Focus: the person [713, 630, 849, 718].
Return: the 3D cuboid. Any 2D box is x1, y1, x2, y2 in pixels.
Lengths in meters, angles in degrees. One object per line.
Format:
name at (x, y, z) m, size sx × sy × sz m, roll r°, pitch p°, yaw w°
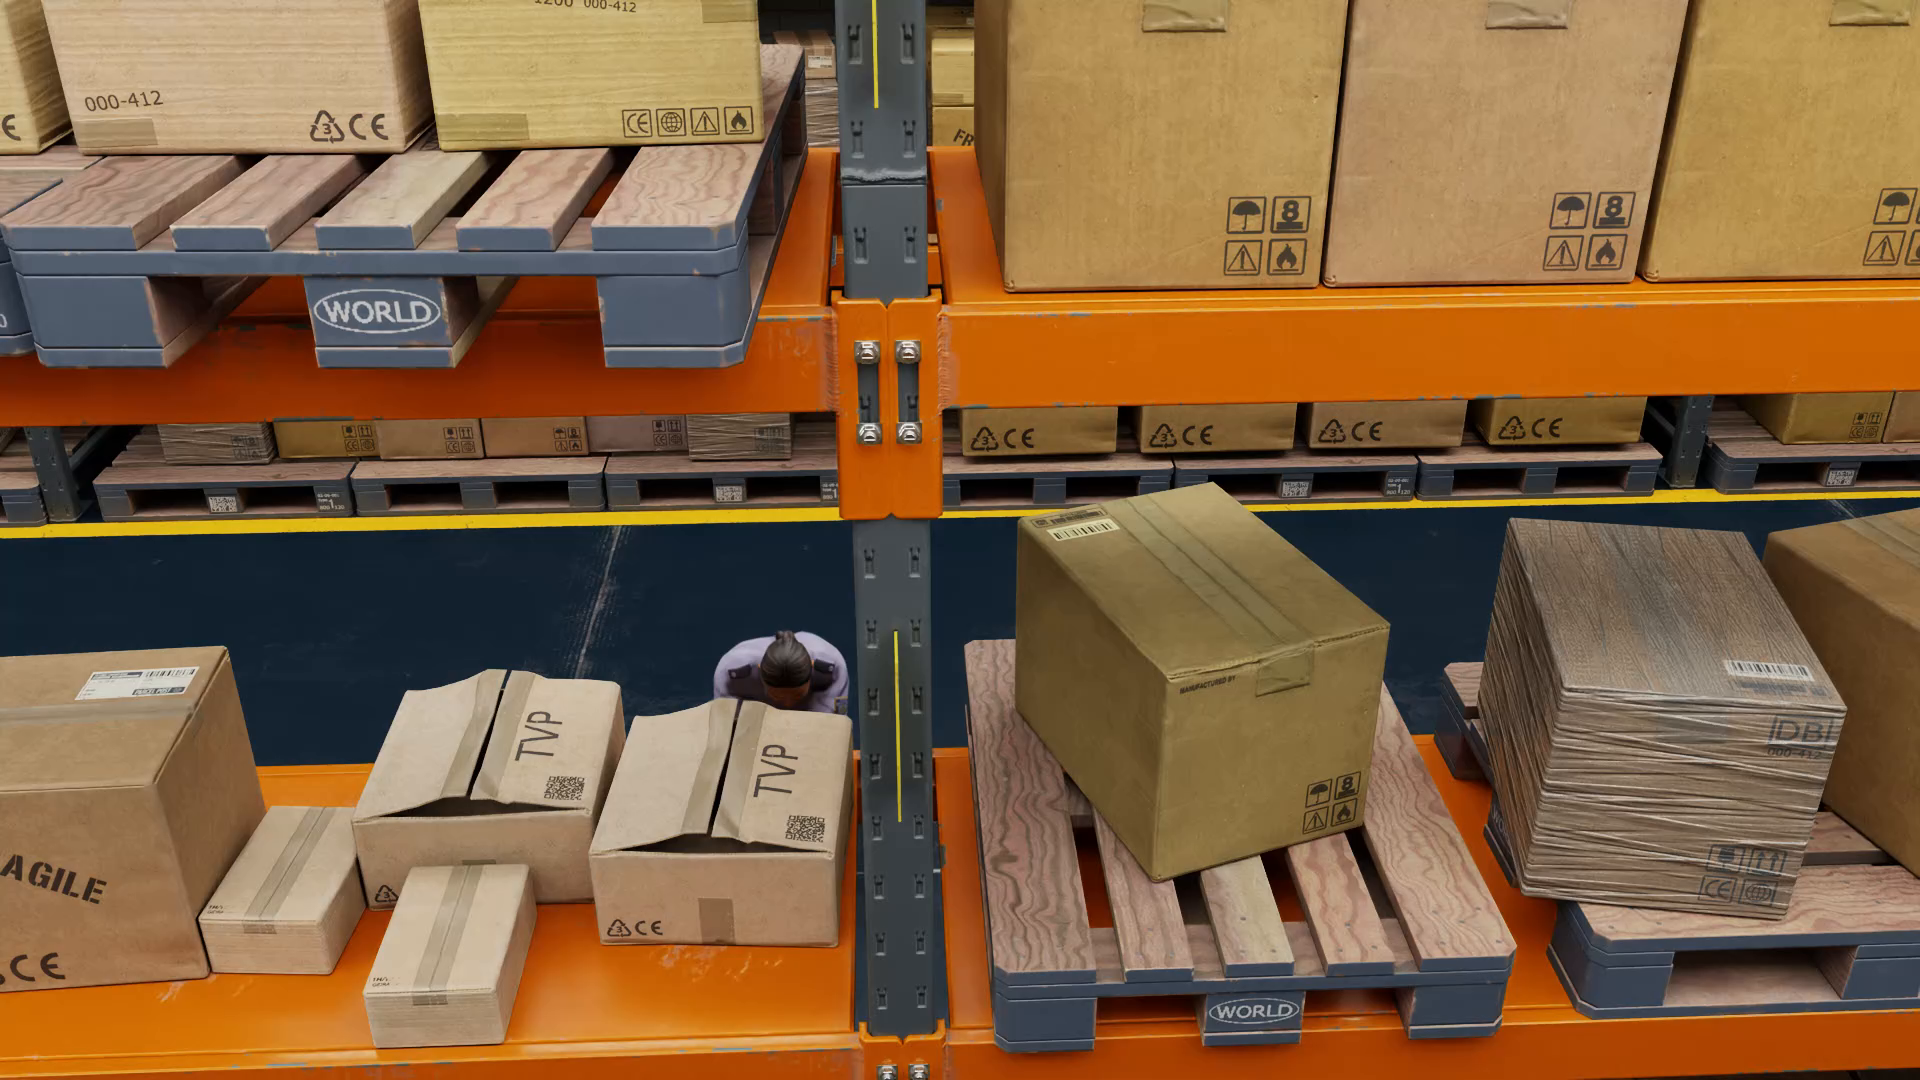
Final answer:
person at (-0.624, 0.639, 5.696) m, size 0.498 × 0.944 × 0.810 m, roll -2°, pitch 28°, yaw -4°
